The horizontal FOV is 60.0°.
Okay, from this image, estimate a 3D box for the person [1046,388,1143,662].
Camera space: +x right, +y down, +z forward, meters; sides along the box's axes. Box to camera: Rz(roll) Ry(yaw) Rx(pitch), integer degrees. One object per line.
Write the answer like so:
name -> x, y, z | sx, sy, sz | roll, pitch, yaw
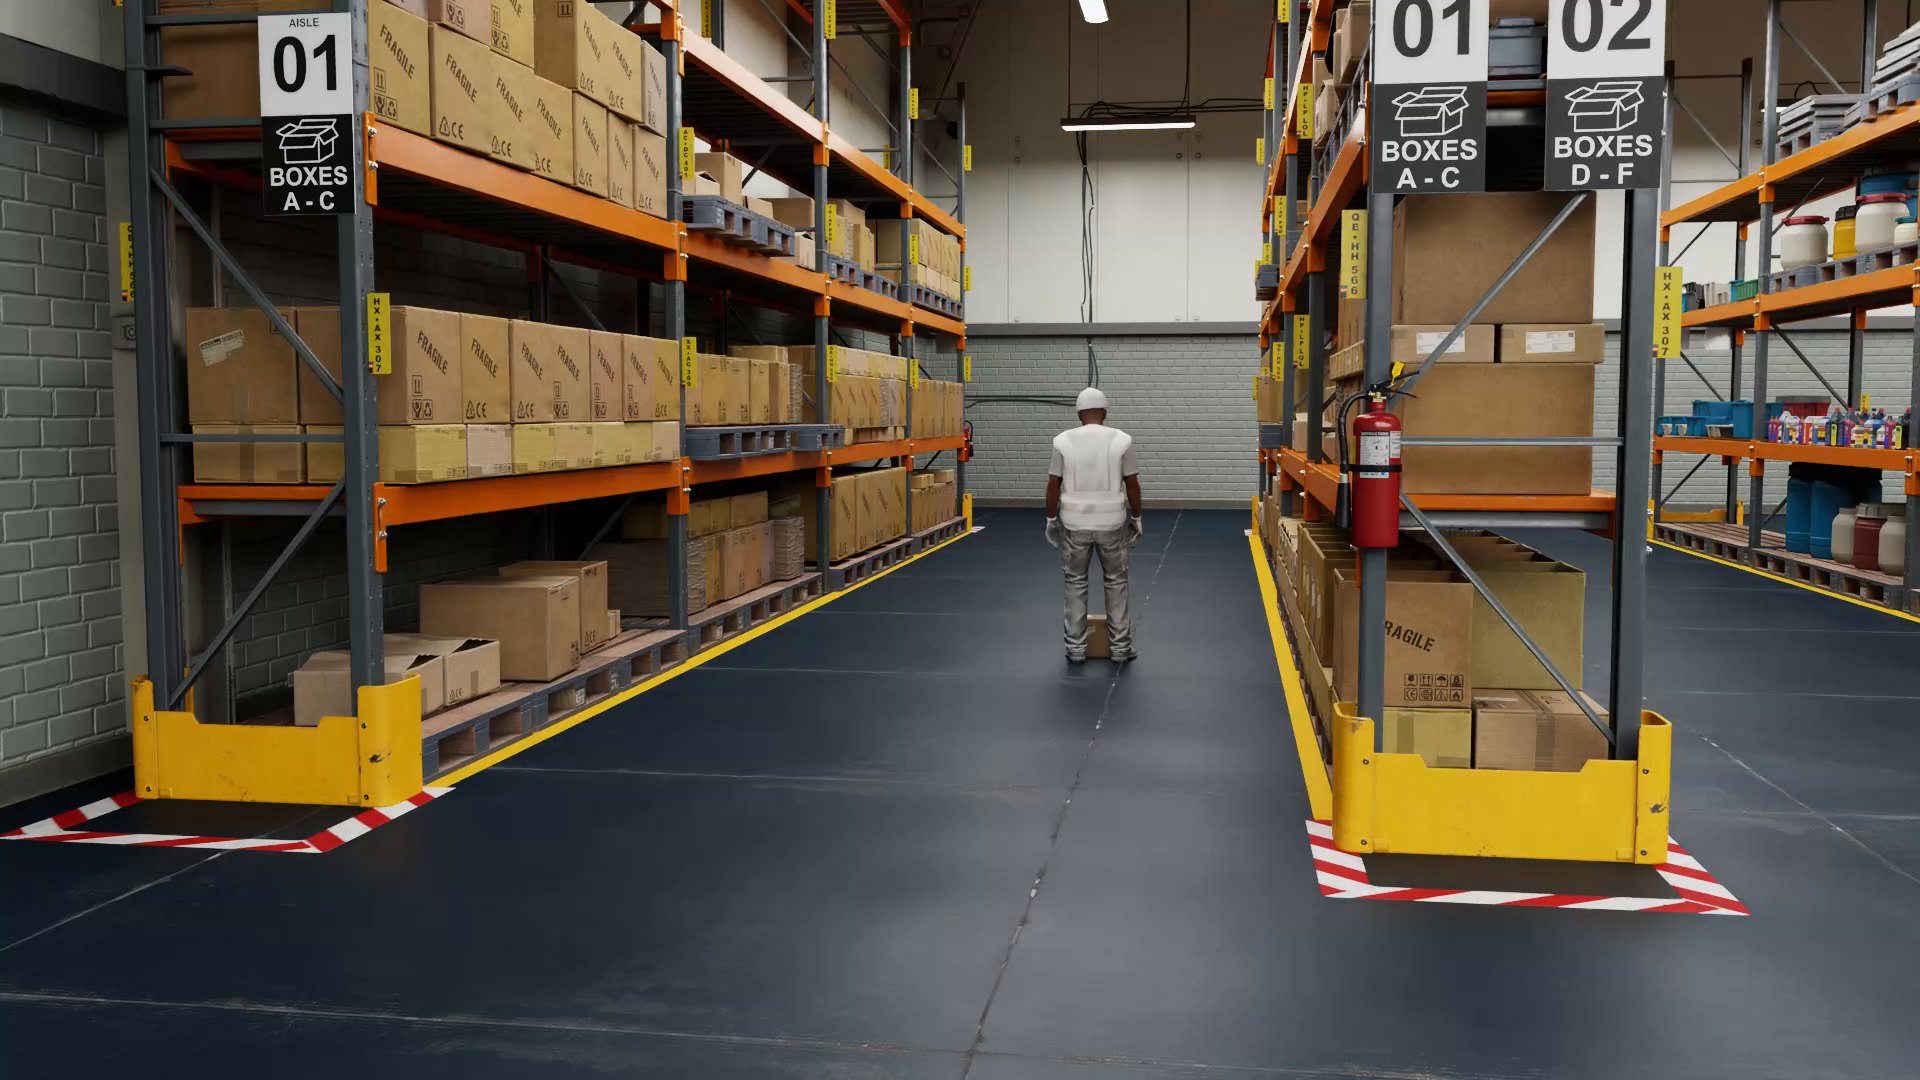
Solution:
person -> 0.874, -0.102, 10.838 | 0.629, 1.774, 0.452 | 1, 4, 7
